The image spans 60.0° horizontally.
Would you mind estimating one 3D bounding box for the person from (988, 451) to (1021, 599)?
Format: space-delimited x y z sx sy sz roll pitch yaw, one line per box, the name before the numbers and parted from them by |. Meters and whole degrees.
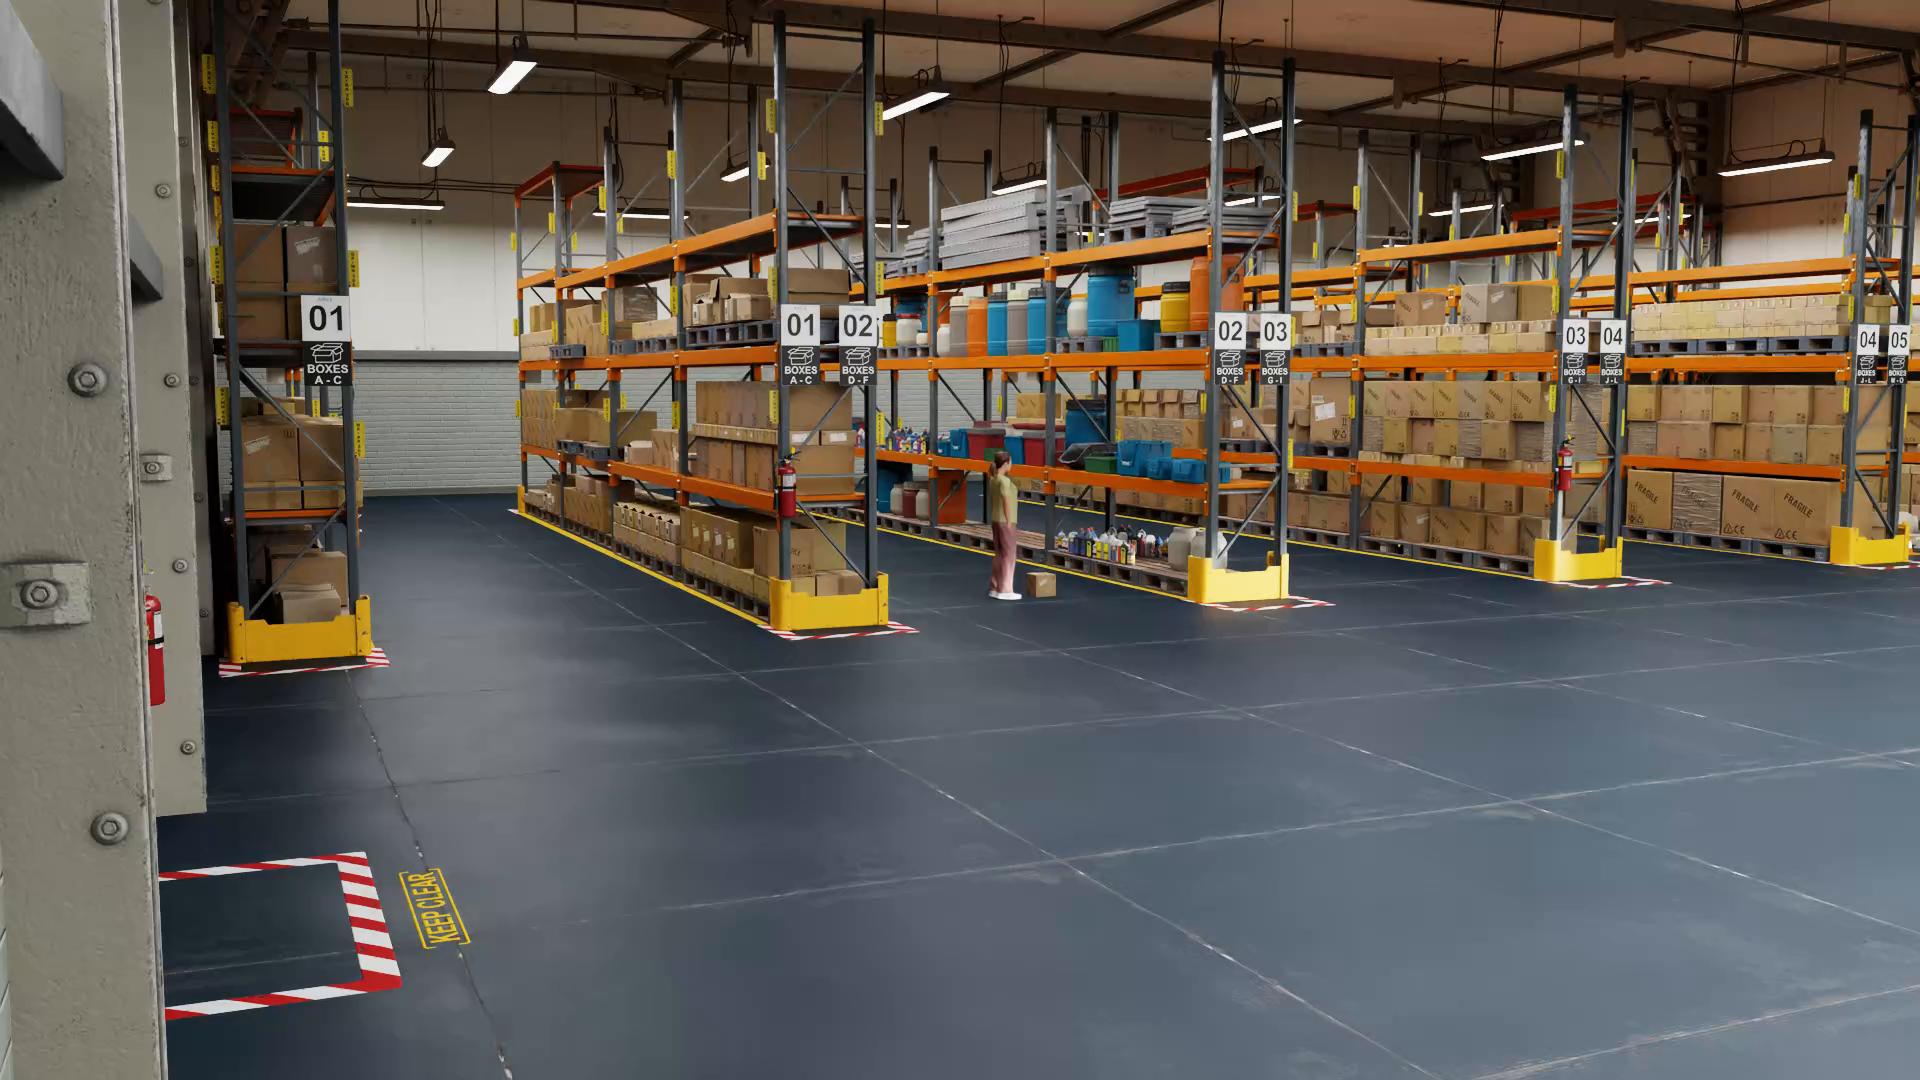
person | 0.487 -0.173 18.840 0.343 1.678 0.442 -2 6 -22
